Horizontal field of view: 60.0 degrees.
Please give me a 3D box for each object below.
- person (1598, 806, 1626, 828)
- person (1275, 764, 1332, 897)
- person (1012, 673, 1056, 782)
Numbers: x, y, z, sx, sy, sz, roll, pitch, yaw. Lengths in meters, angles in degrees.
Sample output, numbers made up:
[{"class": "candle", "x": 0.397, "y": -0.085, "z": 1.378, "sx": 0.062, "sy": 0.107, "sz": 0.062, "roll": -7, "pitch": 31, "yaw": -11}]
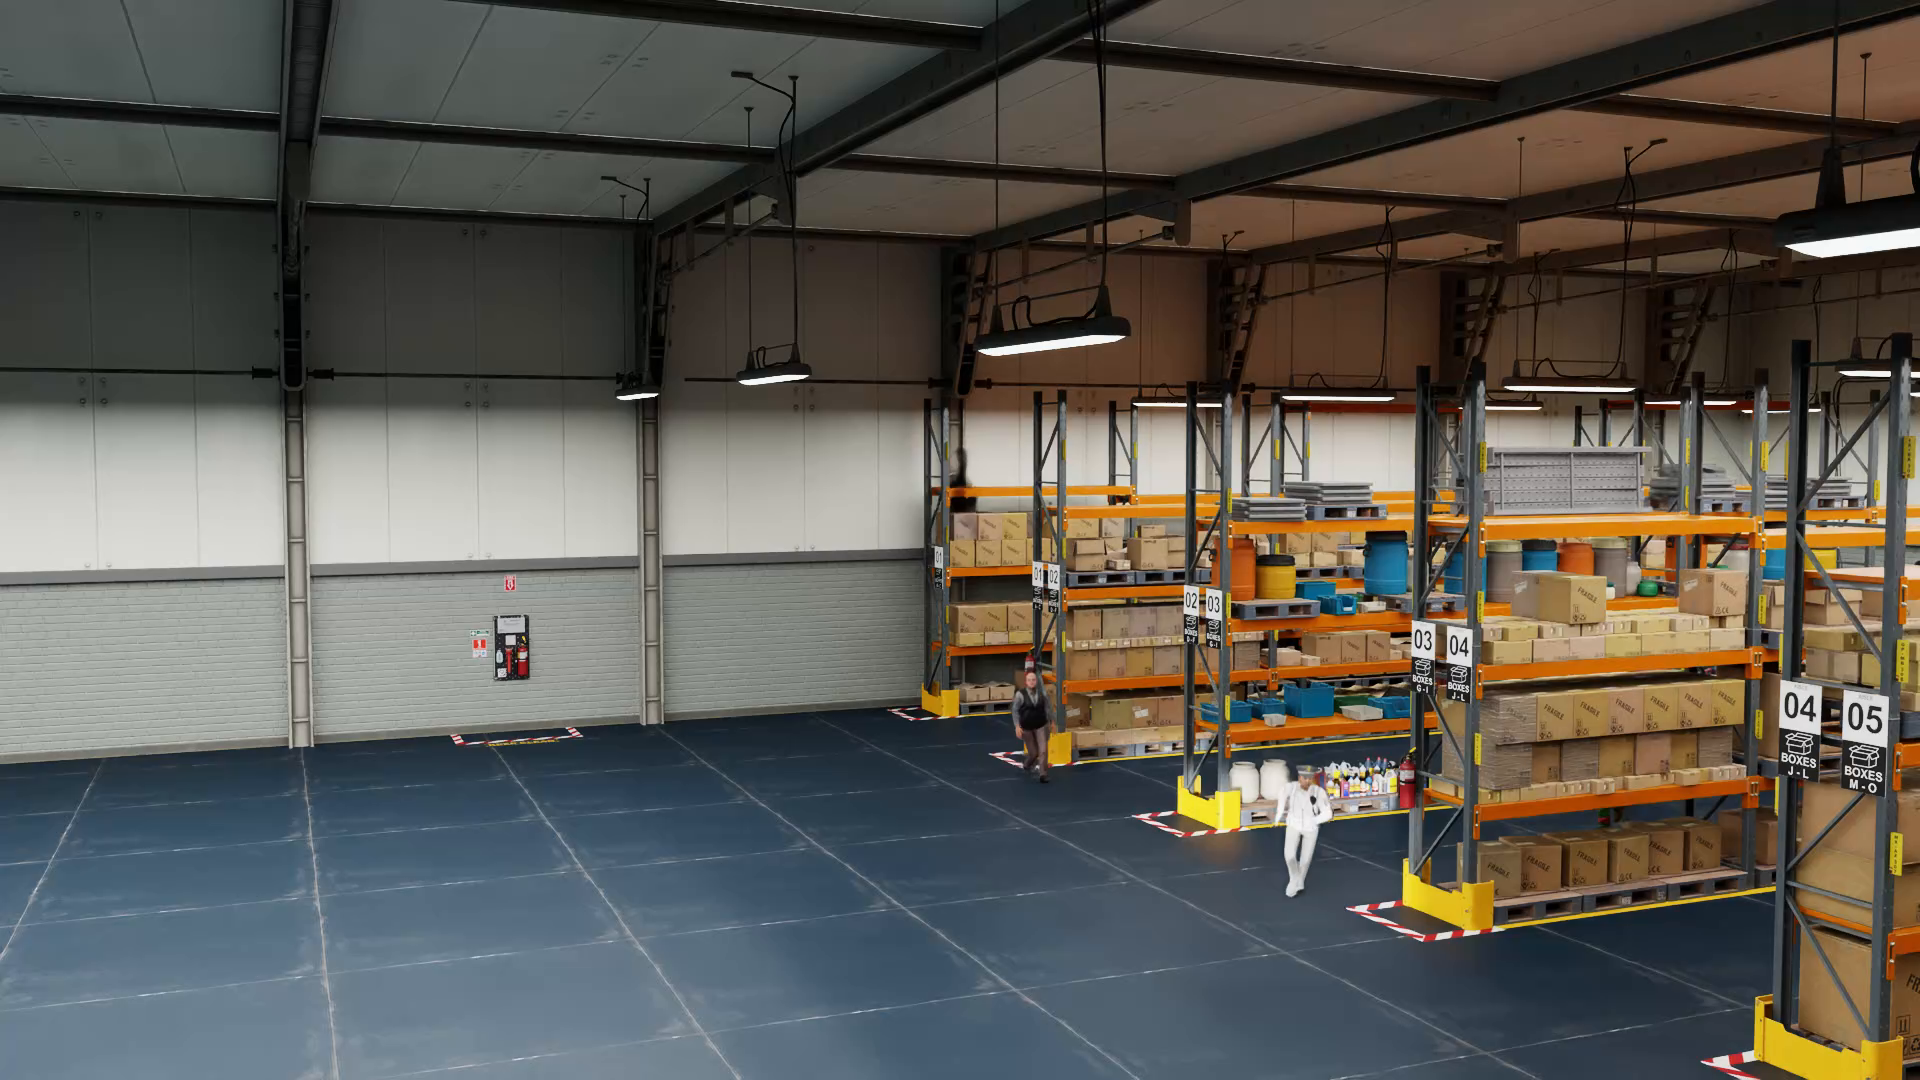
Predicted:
[{"class": "person", "x": 8.383, "y": 3.056, "z": 21.589, "sx": 0.748, "sy": 1.712, "sz": 0.644, "roll": -2, "pitch": 4, "yaw": -29}, {"class": "person", "x": 3.882, "y": 3.262, "z": 18.800, "sx": 0.627, "sy": 1.546, "sz": 0.920, "roll": 1, "pitch": 3, "yaw": 10}, {"class": "person", "x": 1.121, "y": 2.843, "z": 25.319, "sx": 0.707, "sy": 1.663, "sz": 0.721, "roll": -1, "pitch": 3, "yaw": -14}]
